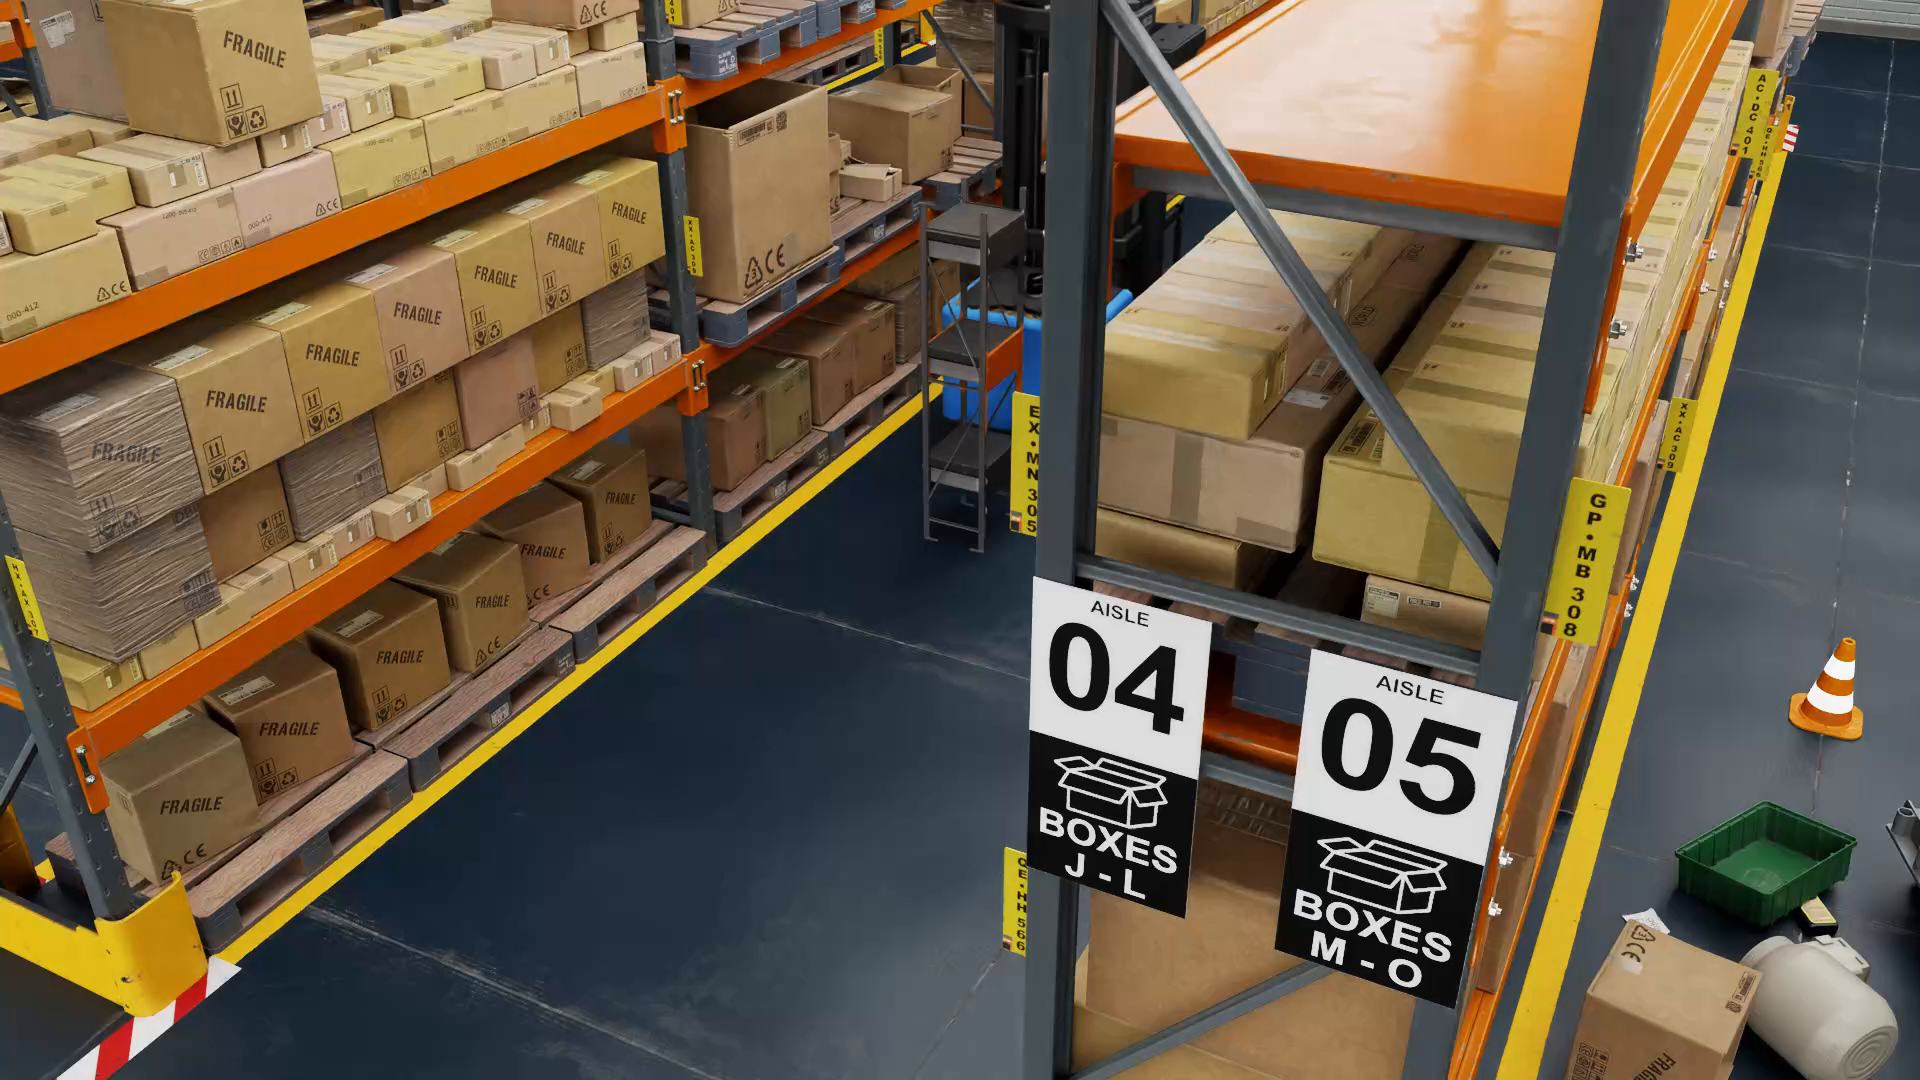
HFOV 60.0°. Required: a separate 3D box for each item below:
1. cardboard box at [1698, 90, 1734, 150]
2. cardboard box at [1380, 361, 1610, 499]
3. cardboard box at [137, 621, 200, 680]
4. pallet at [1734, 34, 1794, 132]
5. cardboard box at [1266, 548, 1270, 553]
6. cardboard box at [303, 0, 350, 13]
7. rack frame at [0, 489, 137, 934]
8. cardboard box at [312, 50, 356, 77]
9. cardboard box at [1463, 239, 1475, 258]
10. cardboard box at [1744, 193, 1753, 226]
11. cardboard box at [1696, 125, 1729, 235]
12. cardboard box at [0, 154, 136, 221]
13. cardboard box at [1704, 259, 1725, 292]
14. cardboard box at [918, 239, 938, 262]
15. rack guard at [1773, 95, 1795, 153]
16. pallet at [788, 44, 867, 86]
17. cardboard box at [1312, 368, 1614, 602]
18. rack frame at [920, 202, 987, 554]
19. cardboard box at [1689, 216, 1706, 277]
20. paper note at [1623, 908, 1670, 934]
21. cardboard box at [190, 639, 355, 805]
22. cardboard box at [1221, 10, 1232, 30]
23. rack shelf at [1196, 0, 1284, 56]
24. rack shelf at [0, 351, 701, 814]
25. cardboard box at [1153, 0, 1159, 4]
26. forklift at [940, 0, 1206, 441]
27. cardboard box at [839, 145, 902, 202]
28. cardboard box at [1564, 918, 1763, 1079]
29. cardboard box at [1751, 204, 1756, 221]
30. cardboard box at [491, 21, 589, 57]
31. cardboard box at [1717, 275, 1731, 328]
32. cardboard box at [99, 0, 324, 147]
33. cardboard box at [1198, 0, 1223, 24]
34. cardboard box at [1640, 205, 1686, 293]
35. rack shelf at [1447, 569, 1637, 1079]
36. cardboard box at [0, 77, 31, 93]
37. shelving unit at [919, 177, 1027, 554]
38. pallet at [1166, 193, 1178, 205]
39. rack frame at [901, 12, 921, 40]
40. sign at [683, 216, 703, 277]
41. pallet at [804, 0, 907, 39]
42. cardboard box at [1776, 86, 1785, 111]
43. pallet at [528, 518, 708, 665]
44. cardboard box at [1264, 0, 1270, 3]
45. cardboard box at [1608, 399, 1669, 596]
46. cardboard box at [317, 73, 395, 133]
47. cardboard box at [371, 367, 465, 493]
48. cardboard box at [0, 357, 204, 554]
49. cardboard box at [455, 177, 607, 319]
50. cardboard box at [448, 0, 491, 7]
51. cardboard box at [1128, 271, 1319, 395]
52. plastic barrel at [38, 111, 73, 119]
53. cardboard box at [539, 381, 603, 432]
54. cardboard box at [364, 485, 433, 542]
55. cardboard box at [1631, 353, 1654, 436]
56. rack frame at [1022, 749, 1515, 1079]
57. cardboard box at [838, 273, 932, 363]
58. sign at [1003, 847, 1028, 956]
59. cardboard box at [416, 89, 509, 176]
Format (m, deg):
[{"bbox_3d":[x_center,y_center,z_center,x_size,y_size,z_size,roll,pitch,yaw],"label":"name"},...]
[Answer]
[{"bbox_3d":[2.225,-1.340,5.280,0.380,0.149,0.250,15,33,24],"label":"cardboard box"},{"bbox_3d":[1.065,-0.211,3.314,0.380,0.149,0.250,15,33,24],"label":"cardboard box"},{"bbox_3d":[-3.267,0.388,6.605,0.380,0.149,0.250,14,33,23],"label":"cardboard box"},{"bbox_3d":[3.521,-2.344,8.288,1.003,0.211,1.213,16,33,26],"label":"pallet"},{"bbox_3d":[0.595,-0.126,3.965,0.380,0.149,0.250,15,33,24],"label":"cardboard box"},{"bbox_3d":[-7.527,-6.059,19.647,0.500,0.500,0.500,13,32,21],"label":"cardboard box"},{"bbox_3d":[-3.740,0.458,6.232,1.000,3.000,0.127,14,33,23],"label":"rack frame"},{"bbox_3d":[-2.901,-2.064,7.360,0.380,0.149,0.250,14,33,22],"label":"cardboard box"},{"bbox_3d":[1.292,-0.910,4.931,0.500,0.250,0.500,15,33,24],"label":"cardboard box"},{"bbox_3d":[5.736,-2.503,12.723,0.500,0.250,0.500,16,34,26],"label":"cardboard box"},{"bbox_3d":[2.226,-1.235,5.497,0.500,0.250,0.500,14,33,23],"label":"cardboard box"},{"bbox_3d":[-3.199,-1.254,5.949,0.380,0.149,0.250,14,33,22],"label":"cardboard box"},{"bbox_3d":[3.852,-1.259,9.121,0.500,0.500,0.500,14,33,22],"label":"cardboard box"},{"bbox_3d":[-0.374,-2.217,12.204,0.500,0.250,0.500,16,33,25],"label":"cardboard box"},{"bbox_3d":[7.884,-4.348,17.110,1.175,0.500,0.348,14,33,23],"label":"rack guard"},{"bbox_3d":[-1.827,-5.654,19.675,1.003,0.211,1.213,14,33,23],"label":"pallet"},{"bbox_3d":[1.078,-0.118,3.552,0.500,0.250,0.500,14,33,23],"label":"cardboard box"},{"bbox_3d":[-0.036,-0.876,9.457,0.400,2.100,0.015,14,33,23],"label":"rack frame"},{"bbox_3d":[2.223,-0.989,5.469,0.380,0.149,0.250,14,33,23],"label":"cardboard box"},{"bbox_3d":[2.952,1.645,7.145,0.147,0.020,0.142,-7,31,-11],"label":"paper note"},{"bbox_3d":[-3.199,0.814,7.700,0.500,0.500,0.500,24,38,36],"label":"cardboard box"},{"bbox_3d":[2.397,-5.042,16.061,0.380,0.149,0.250,15,33,25],"label":"cardboard box"},{"bbox_3d":[2.638,-5.437,17.218,1.077,0.370,4.000,14,33,23],"label":"rack shelf"},{"bbox_3d":[-2.829,-0.117,7.955,1.077,0.370,4.000,14,33,23],"label":"rack shelf"},{"bbox_3d":[1.443,-5.056,14.724,0.797,0.503,0.637,13,32,22],"label":"cardboard box"},{"bbox_3d":[0.941,-2.378,11.238,1.130,2.935,3.031,13,32,21],"label":"forklift"},{"bbox_3d":[-0.615,-2.412,10.942,0.396,0.266,0.258,13,32,22],"label":"cardboard box"},{"bbox_3d":[2.658,1.858,6.300,0.500,0.500,0.500,21,36,32],"label":"cardboard box"},{"bbox_3d":[6.669,-2.845,14.423,0.380,0.149,0.250,15,33,25],"label":"cardboard box"},{"bbox_3d":[-2.011,-2.417,7.975,0.380,0.149,0.250,15,33,24],"label":"cardboard box"},{"bbox_3d":[5.512,-1.951,12.515,0.500,0.500,0.500,14,33,22],"label":"cardboard box"},{"bbox_3d":[-2.823,-1.829,6.300,0.500,0.500,0.500,14,33,23],"label":"cardboard box"},{"bbox_3d":[2.174,-5.075,15.718,0.500,0.250,0.500,14,33,22],"label":"cardboard box"},{"bbox_3d":[1.645,-0.775,4.294,0.380,0.149,0.250,14,33,23],"label":"cardboard box"},{"bbox_3d":[1.541,1.053,5.917,1.077,0.370,4.000,14,33,23],"label":"rack shelf"},{"bbox_3d":[-9.412,-4.405,16.476,0.500,0.311,0.500,15,33,25],"label":"cardboard box"},{"bbox_3d":[0.075,-0.984,9.645,0.431,2.100,0.503,14,33,23],"label":"shelving unit"},{"bbox_3d":[1.442,-3.294,15.564,1.003,0.211,1.213,14,33,23],"label":"pallet"},{"bbox_3d":[-0.860,-7.759,20.540,1.000,3.000,0.127,14,33,23],"label":"rack frame"},{"bbox_3d":[-1.431,-1.571,8.895,0.100,0.325,0.005,14,33,23],"label":"sign"},{"bbox_3d":[-1.072,-3.245,9.856,1.213,0.211,1.003,14,33,23],"label":"pallet"},{"bbox_3d":[6.517,-3.635,13.610,0.380,0.149,0.250,16,33,25],"label":"cardboard box"},{"bbox_3d":[-2.192,0.199,9.481,1.003,0.211,1.213,14,33,23],"label":"pallet"},{"bbox_3d":[2.983,-5.616,17.061,0.380,0.149,0.250,15,33,24],"label":"cardboard box"},{"bbox_3d":[2.106,-0.253,6.234,0.875,0.550,0.550,14,33,23],"label":"cardboard box"},{"bbox_3d":[-2.605,-1.830,6.953,0.380,0.149,0.250,13,32,21],"label":"cardboard box"},{"bbox_3d":[-2.839,-0.632,7.730,0.875,0.500,0.500,14,33,23],"label":"cardboard box"},{"bbox_3d":[-3.247,-0.330,6.201,0.500,0.500,0.500,14,33,23],"label":"cardboard box"},{"bbox_3d":[-2.104,-1.438,8.129,0.500,0.500,0.500,14,33,23],"label":"cardboard box"},{"bbox_3d":[-2.340,-2.650,8.381,0.380,0.149,0.250,13,32,22],"label":"cardboard box"},{"bbox_3d":[0.596,-0.472,3.768,0.380,0.149,0.250,14,33,24],"label":"cardboard box"},{"bbox_3d":[-5.881,-2.759,11.330,0.600,0.901,0.708,14,33,23],"label":"plastic barrel"},{"bbox_3d":[-2.058,-0.703,8.504,0.380,0.149,0.250,14,33,23],"label":"cardboard box"},{"bbox_3d":[-2.628,-0.149,7.540,0.380,0.149,0.250,14,33,23],"label":"cardboard box"},{"bbox_3d":[1.646,-0.428,4.492,0.380,0.149,0.250,14,33,23],"label":"cardboard box"},{"bbox_3d":[0.630,1.628,4.194,1.000,3.000,0.127,14,33,23],"label":"rack frame"},{"bbox_3d":[-0.624,-1.645,11.962,0.700,0.500,0.500,12,32,19],"label":"cardboard box"},{"bbox_3d":[0.153,0.893,4.072,0.100,0.325,0.005,14,33,23],"label":"sign"},{"bbox_3d":[-2.367,-1.834,7.360,0.500,0.250,0.500,14,33,23],"label":"cardboard box"}]
